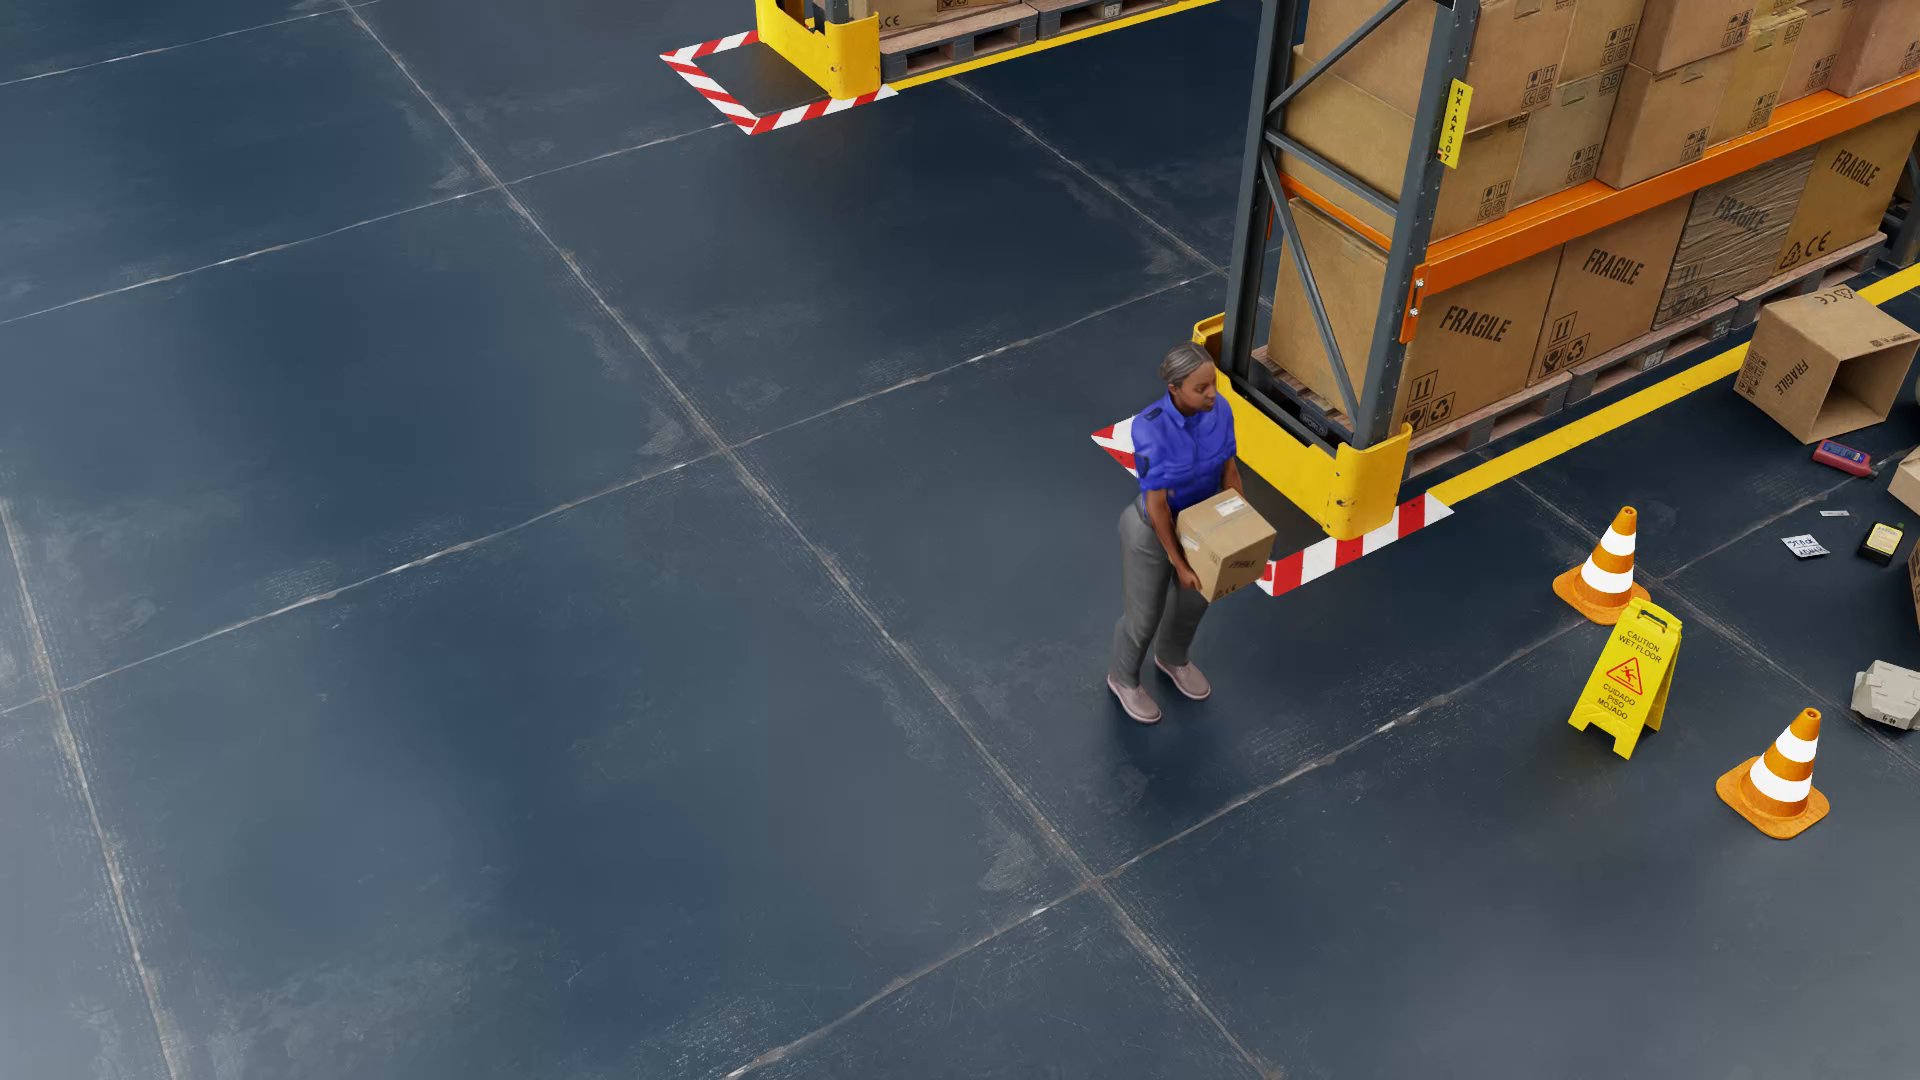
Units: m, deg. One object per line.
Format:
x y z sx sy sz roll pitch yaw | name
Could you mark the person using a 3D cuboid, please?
0.842 0.018 6.149 0.423 1.656 0.506 -23 46 -25 | person
